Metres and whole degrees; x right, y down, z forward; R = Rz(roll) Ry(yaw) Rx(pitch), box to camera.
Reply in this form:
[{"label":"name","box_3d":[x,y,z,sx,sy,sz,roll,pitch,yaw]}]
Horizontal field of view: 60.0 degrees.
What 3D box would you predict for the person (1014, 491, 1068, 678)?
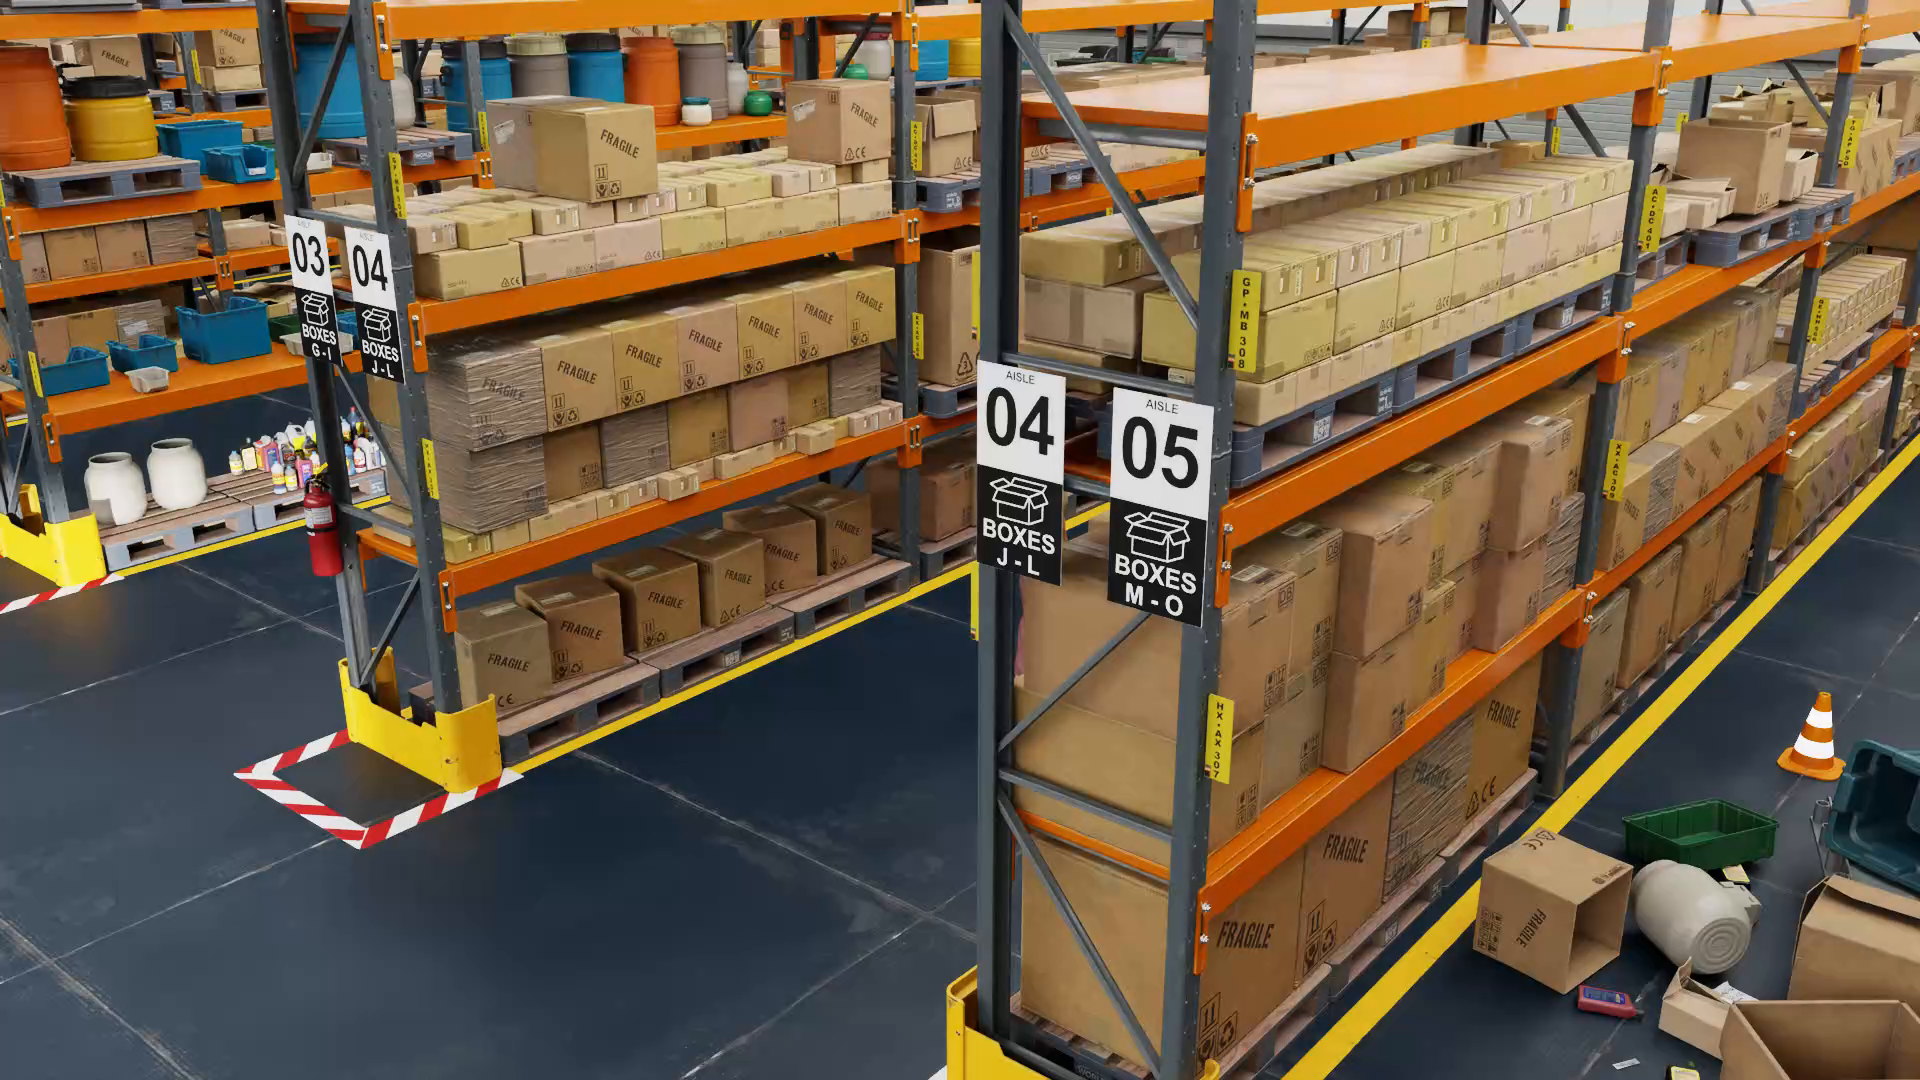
[{"label":"person","box_3d":[0.555,0.128,10.731,0.353,1.673,0.502,15,25,36]}]
